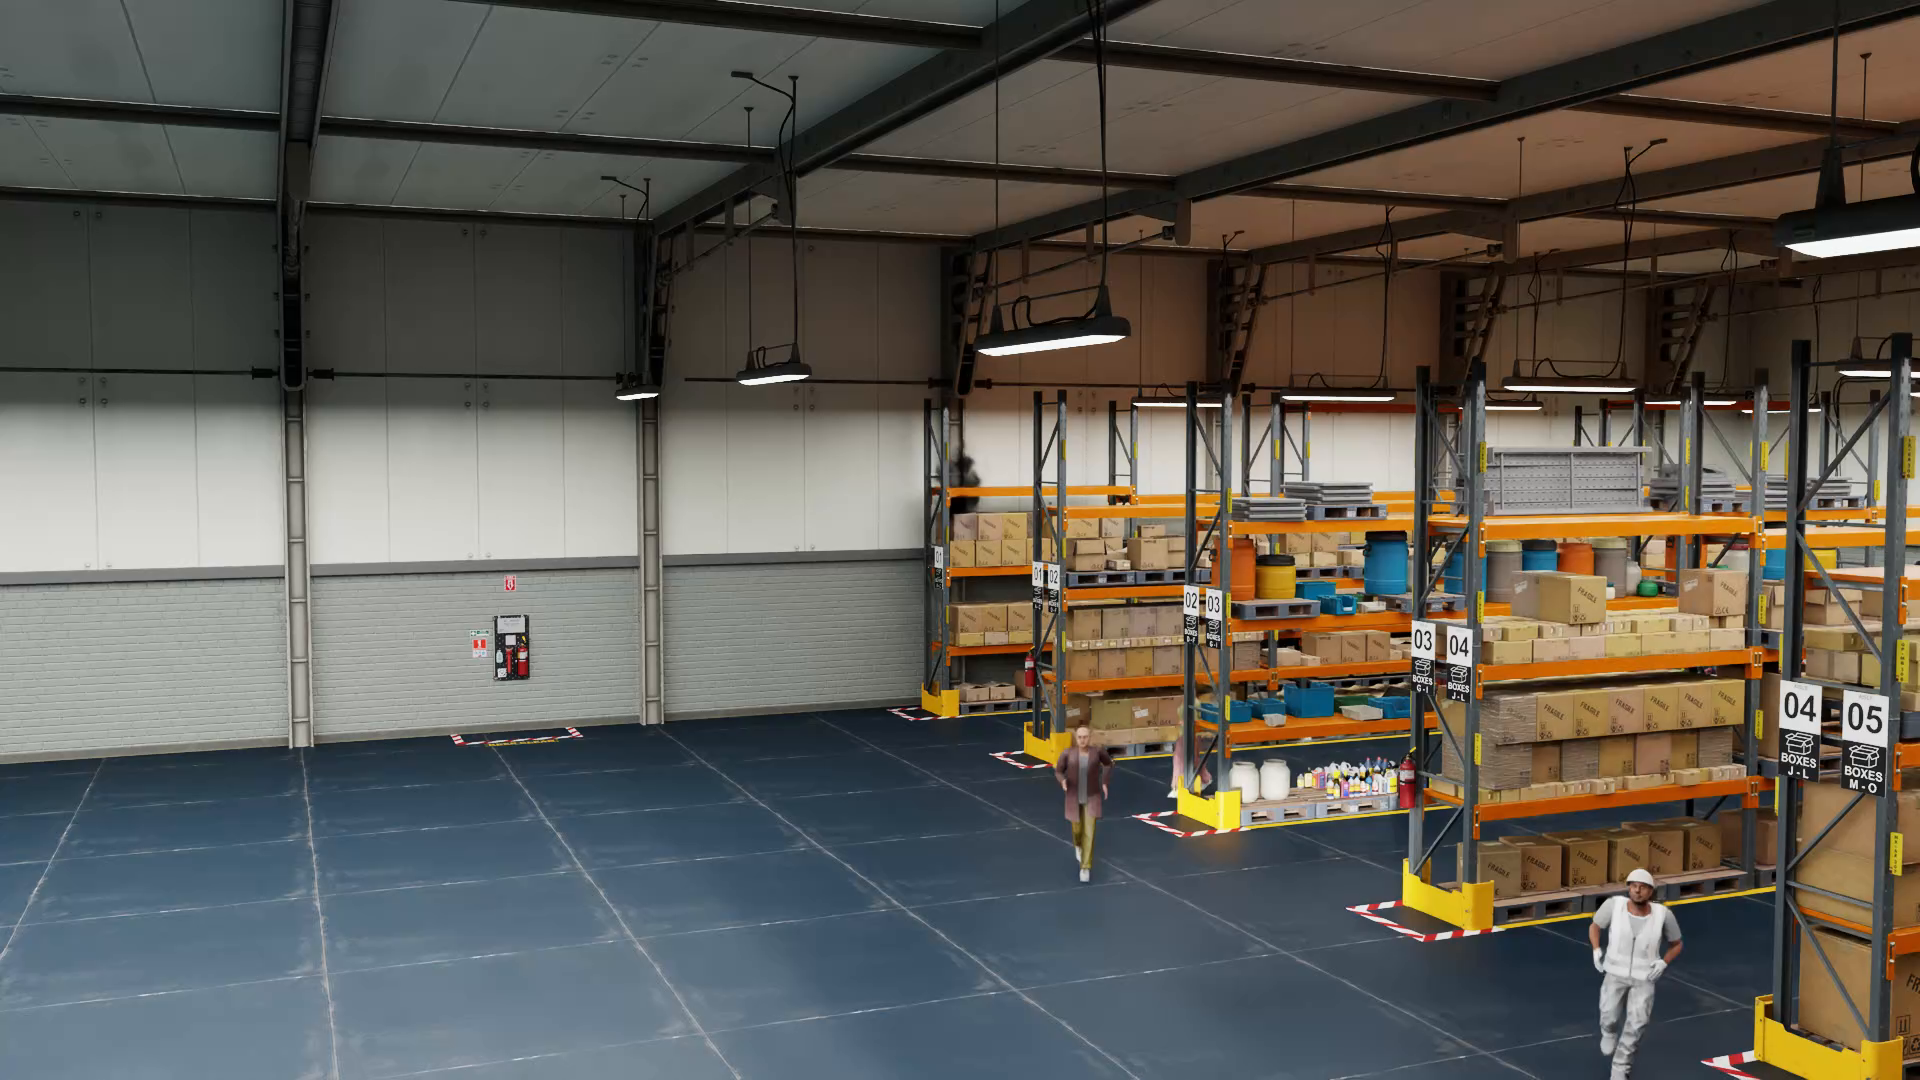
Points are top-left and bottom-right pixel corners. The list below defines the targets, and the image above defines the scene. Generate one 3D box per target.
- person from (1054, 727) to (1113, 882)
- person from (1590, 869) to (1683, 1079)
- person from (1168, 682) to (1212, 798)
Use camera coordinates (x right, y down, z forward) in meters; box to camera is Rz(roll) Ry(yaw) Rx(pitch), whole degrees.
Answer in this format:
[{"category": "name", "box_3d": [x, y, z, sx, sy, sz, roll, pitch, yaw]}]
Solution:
[{"category": "person", "box_3d": [1.479, 3.099, 19.912, 0.691, 1.772, 1.042, 1, 3, 9]}, {"category": "person", "box_3d": [5.461, 3.510, 13.460, 0.708, 1.735, 0.538, 2, 4, 25]}, {"category": "person", "box_3d": [3.365, 2.896, 24.310, 0.785, 1.702, 0.564, -2, 4, -35]}]
